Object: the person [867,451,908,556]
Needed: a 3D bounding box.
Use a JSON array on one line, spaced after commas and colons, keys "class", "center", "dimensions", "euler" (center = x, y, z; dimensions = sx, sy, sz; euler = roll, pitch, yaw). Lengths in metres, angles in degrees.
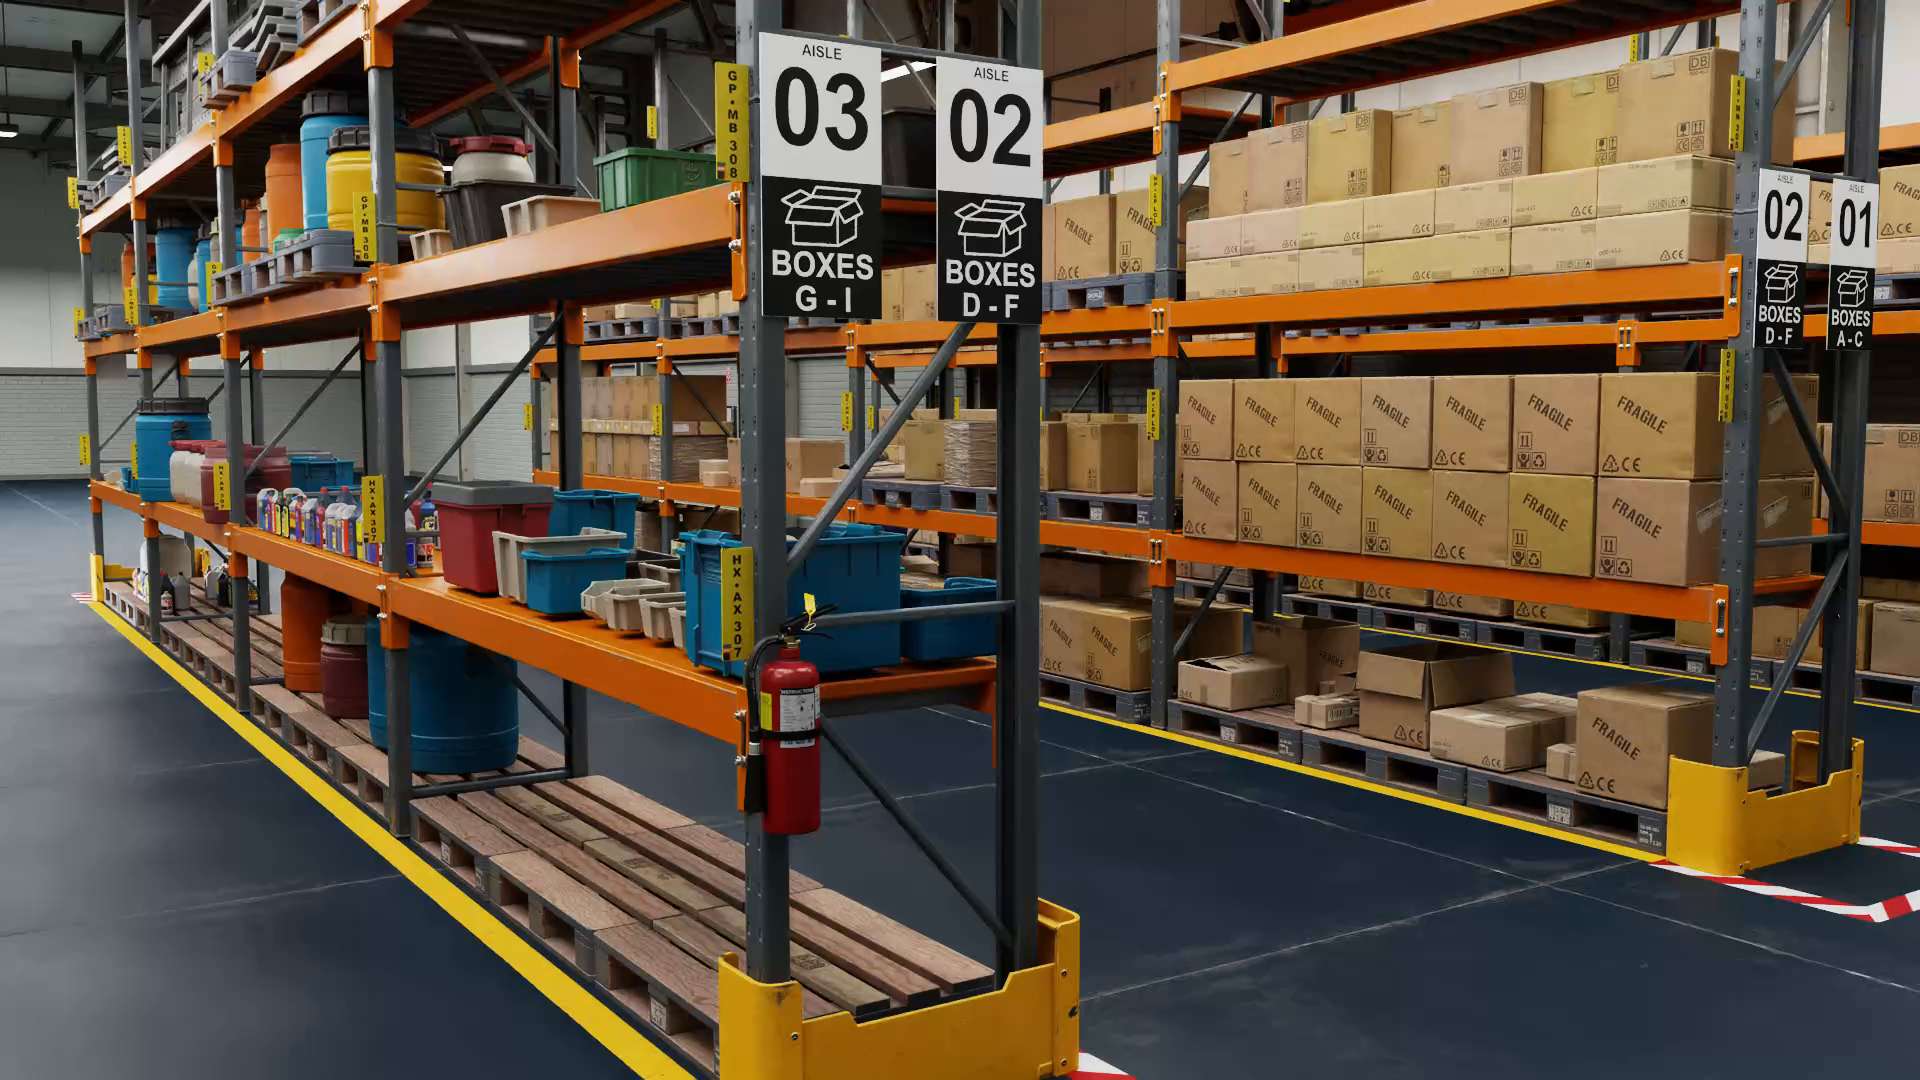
[{"class": "person", "center": [-0.792, -0.139, 17.792], "dimensions": [0.563, 1.653, 0.418], "euler": [-4, 6, -36]}]
